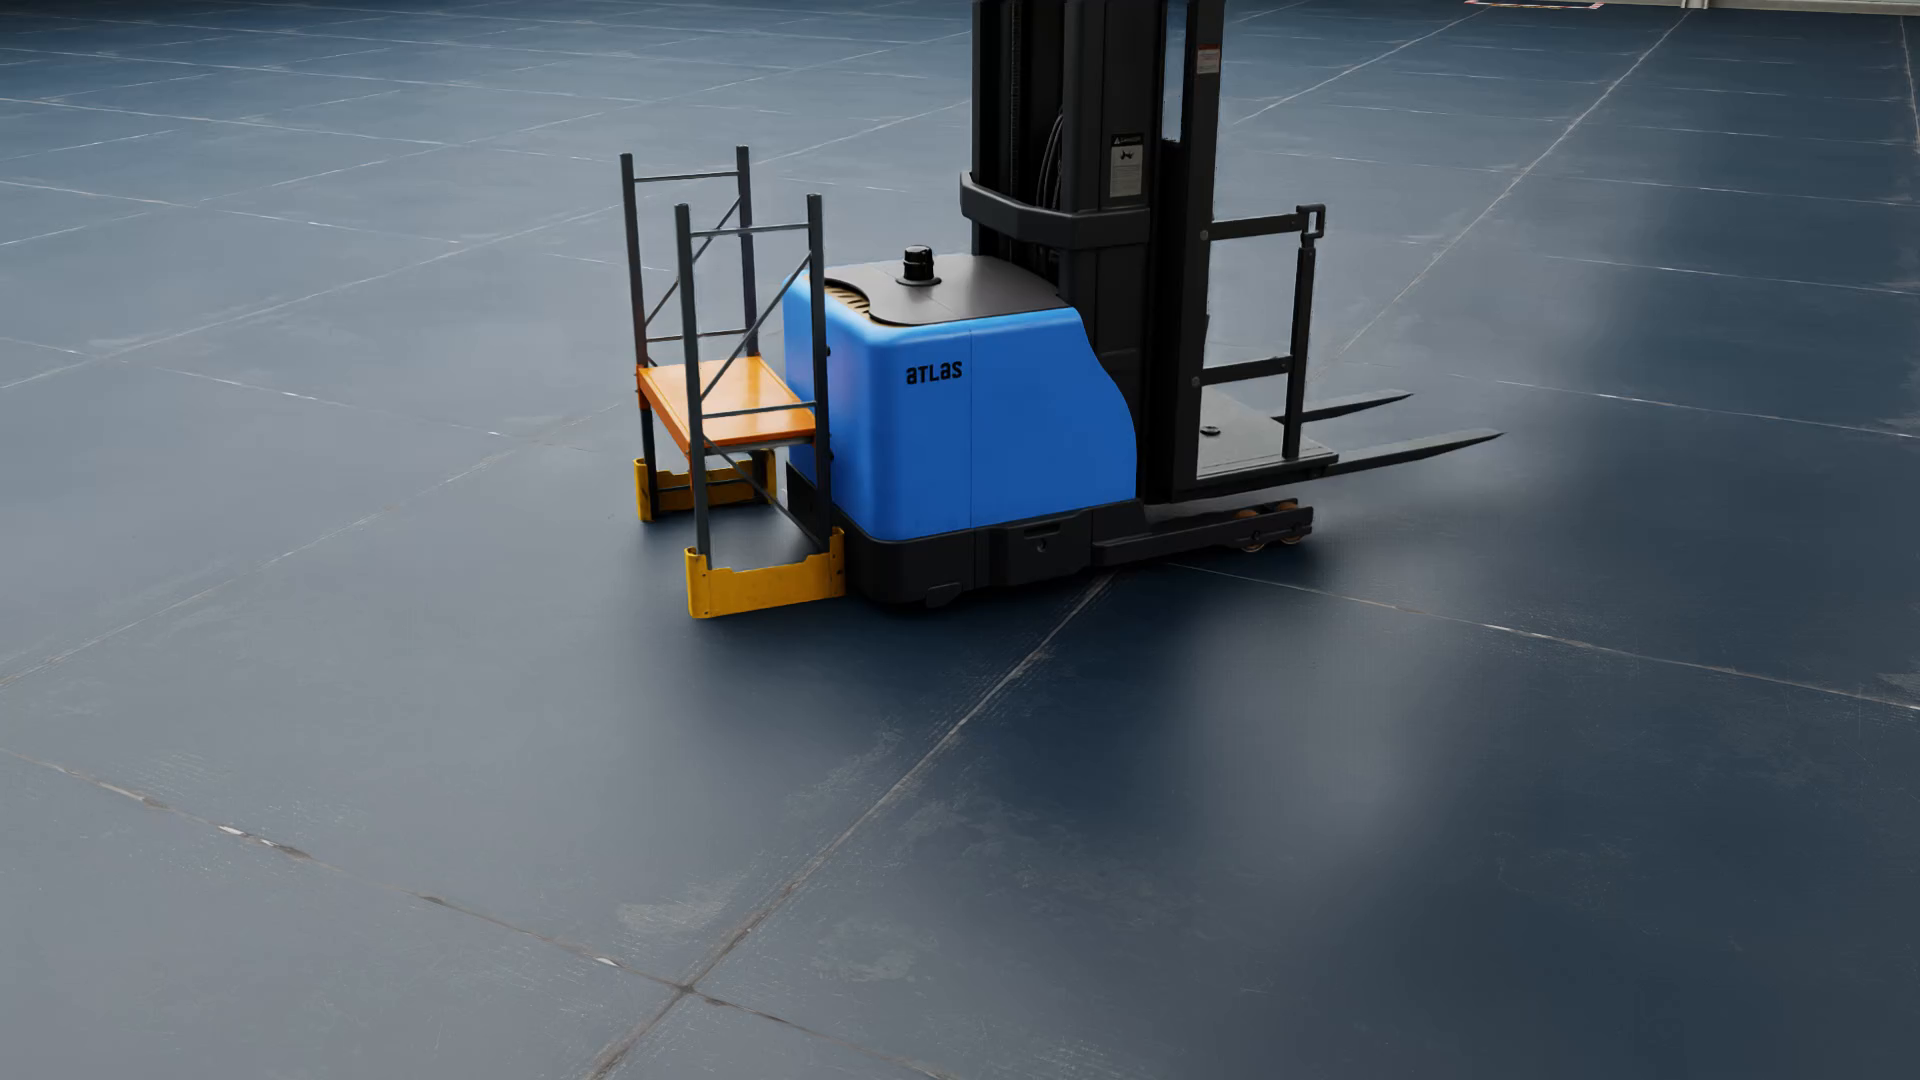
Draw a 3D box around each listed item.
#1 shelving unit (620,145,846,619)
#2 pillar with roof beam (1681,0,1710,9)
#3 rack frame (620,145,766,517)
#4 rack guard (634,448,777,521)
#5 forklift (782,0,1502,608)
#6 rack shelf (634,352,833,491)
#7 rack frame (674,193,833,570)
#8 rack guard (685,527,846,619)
[{"bbox_3d":[6.461,0.529,3.187,11.967,1.800,12.529,-8,24,-19],"label":"shelving unit"},{"bbox_3d":[10.102,-11.368,21.964,0.400,9.000,9.100,11,25,25],"label":"pillar with roof beam"},{"bbox_3d":[6.483,0.528,3.190,11.923,1.800,12.521,-8,24,-19],"label":"rack frame"},{"bbox_3d":[-1.064,-0.245,6.989,0.587,0.250,0.087,-8,24,-19],"label":"rack guard"},{"bbox_3d":[0.857,-1.475,6.455,3.031,2.935,1.130,-10,25,-23],"label":"forklift"},{"bbox_3d":[-0.891,-0.476,6.394,0.538,0.185,1.000,-8,24,-19],"label":"rack shelf"},{"bbox_3d":[-0.711,-0.455,5.886,0.500,1.500,0.032,-8,24,-19],"label":"rack frame"},{"bbox_3d":[-0.711,0.119,6.132,0.587,0.250,0.087,-8,24,-19],"label":"rack guard"}]
